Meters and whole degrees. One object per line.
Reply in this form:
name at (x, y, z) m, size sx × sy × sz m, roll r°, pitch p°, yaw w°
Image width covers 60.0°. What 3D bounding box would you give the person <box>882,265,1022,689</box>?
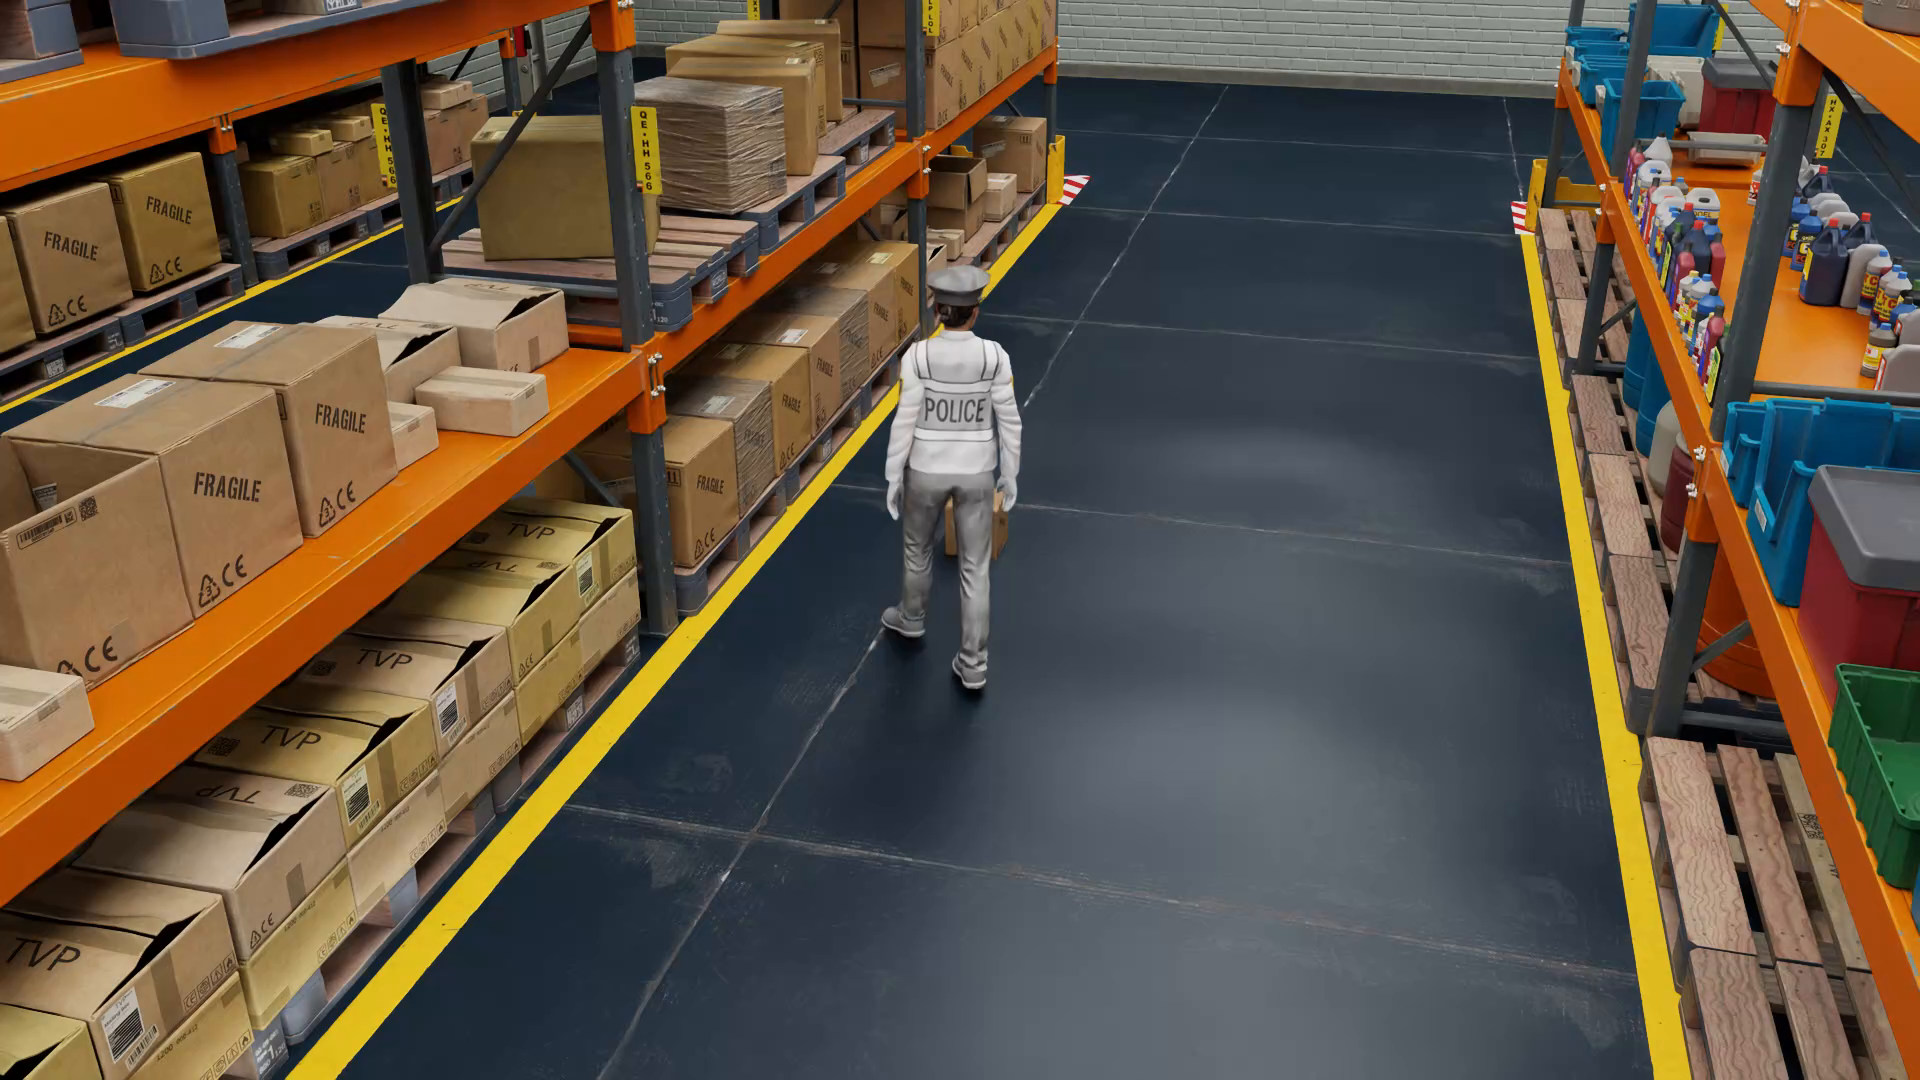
person at (-0.038, -0.263, 6.655) m, size 0.561 × 1.651 × 0.741 m, roll -2°, pitch 26°, yaw -4°
